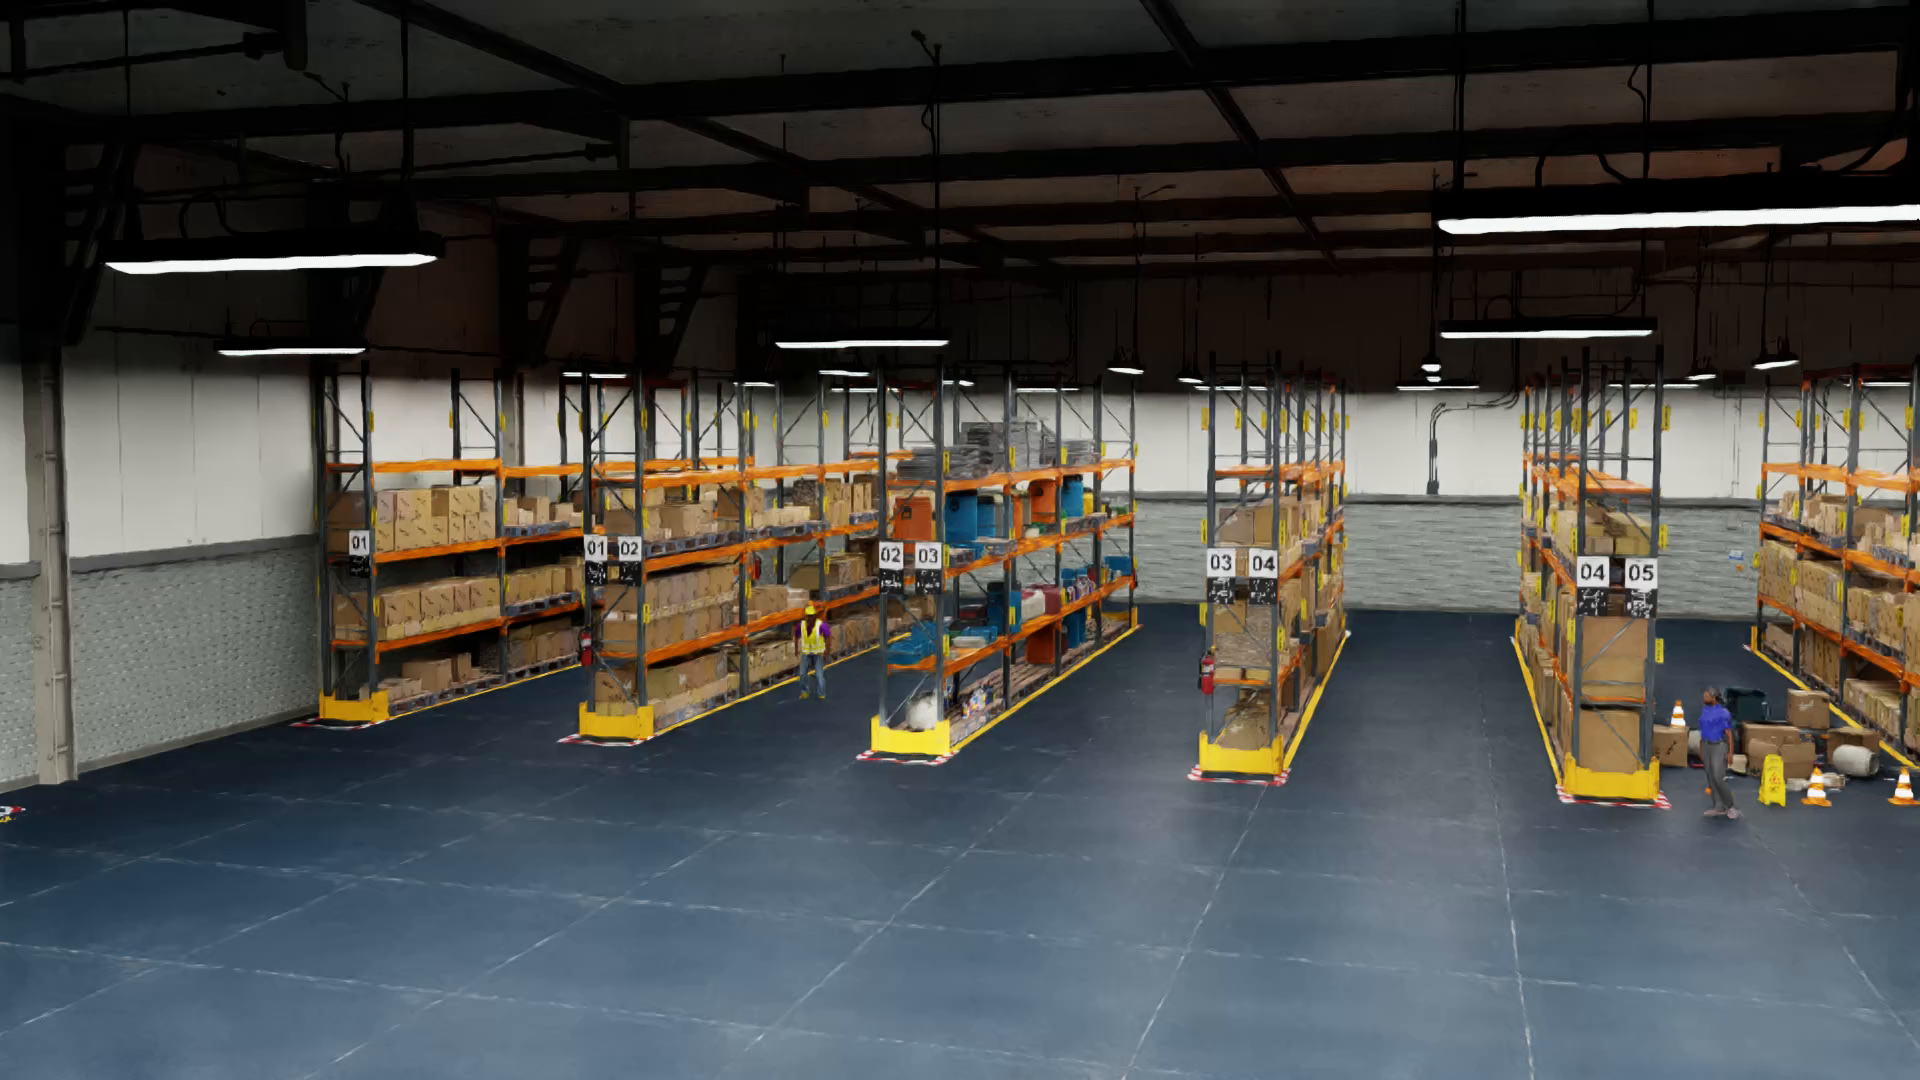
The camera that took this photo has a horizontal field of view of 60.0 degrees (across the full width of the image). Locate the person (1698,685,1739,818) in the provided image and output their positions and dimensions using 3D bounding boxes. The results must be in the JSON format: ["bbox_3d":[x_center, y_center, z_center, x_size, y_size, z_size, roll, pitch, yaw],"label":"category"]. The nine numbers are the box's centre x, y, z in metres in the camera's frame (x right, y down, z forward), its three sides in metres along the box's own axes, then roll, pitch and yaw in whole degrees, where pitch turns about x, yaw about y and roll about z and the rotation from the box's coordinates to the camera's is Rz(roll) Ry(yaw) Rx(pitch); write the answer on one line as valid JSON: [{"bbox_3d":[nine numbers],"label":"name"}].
[{"bbox_3d":[9.591,2.668,21.014,0.380,1.652,0.574,-1,4,-18],"label":"person"}]

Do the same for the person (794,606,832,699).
[{"bbox_3d":[-2.654,2.023,29.845,0.719,1.714,0.575,1,4,14],"label":"person"}]
